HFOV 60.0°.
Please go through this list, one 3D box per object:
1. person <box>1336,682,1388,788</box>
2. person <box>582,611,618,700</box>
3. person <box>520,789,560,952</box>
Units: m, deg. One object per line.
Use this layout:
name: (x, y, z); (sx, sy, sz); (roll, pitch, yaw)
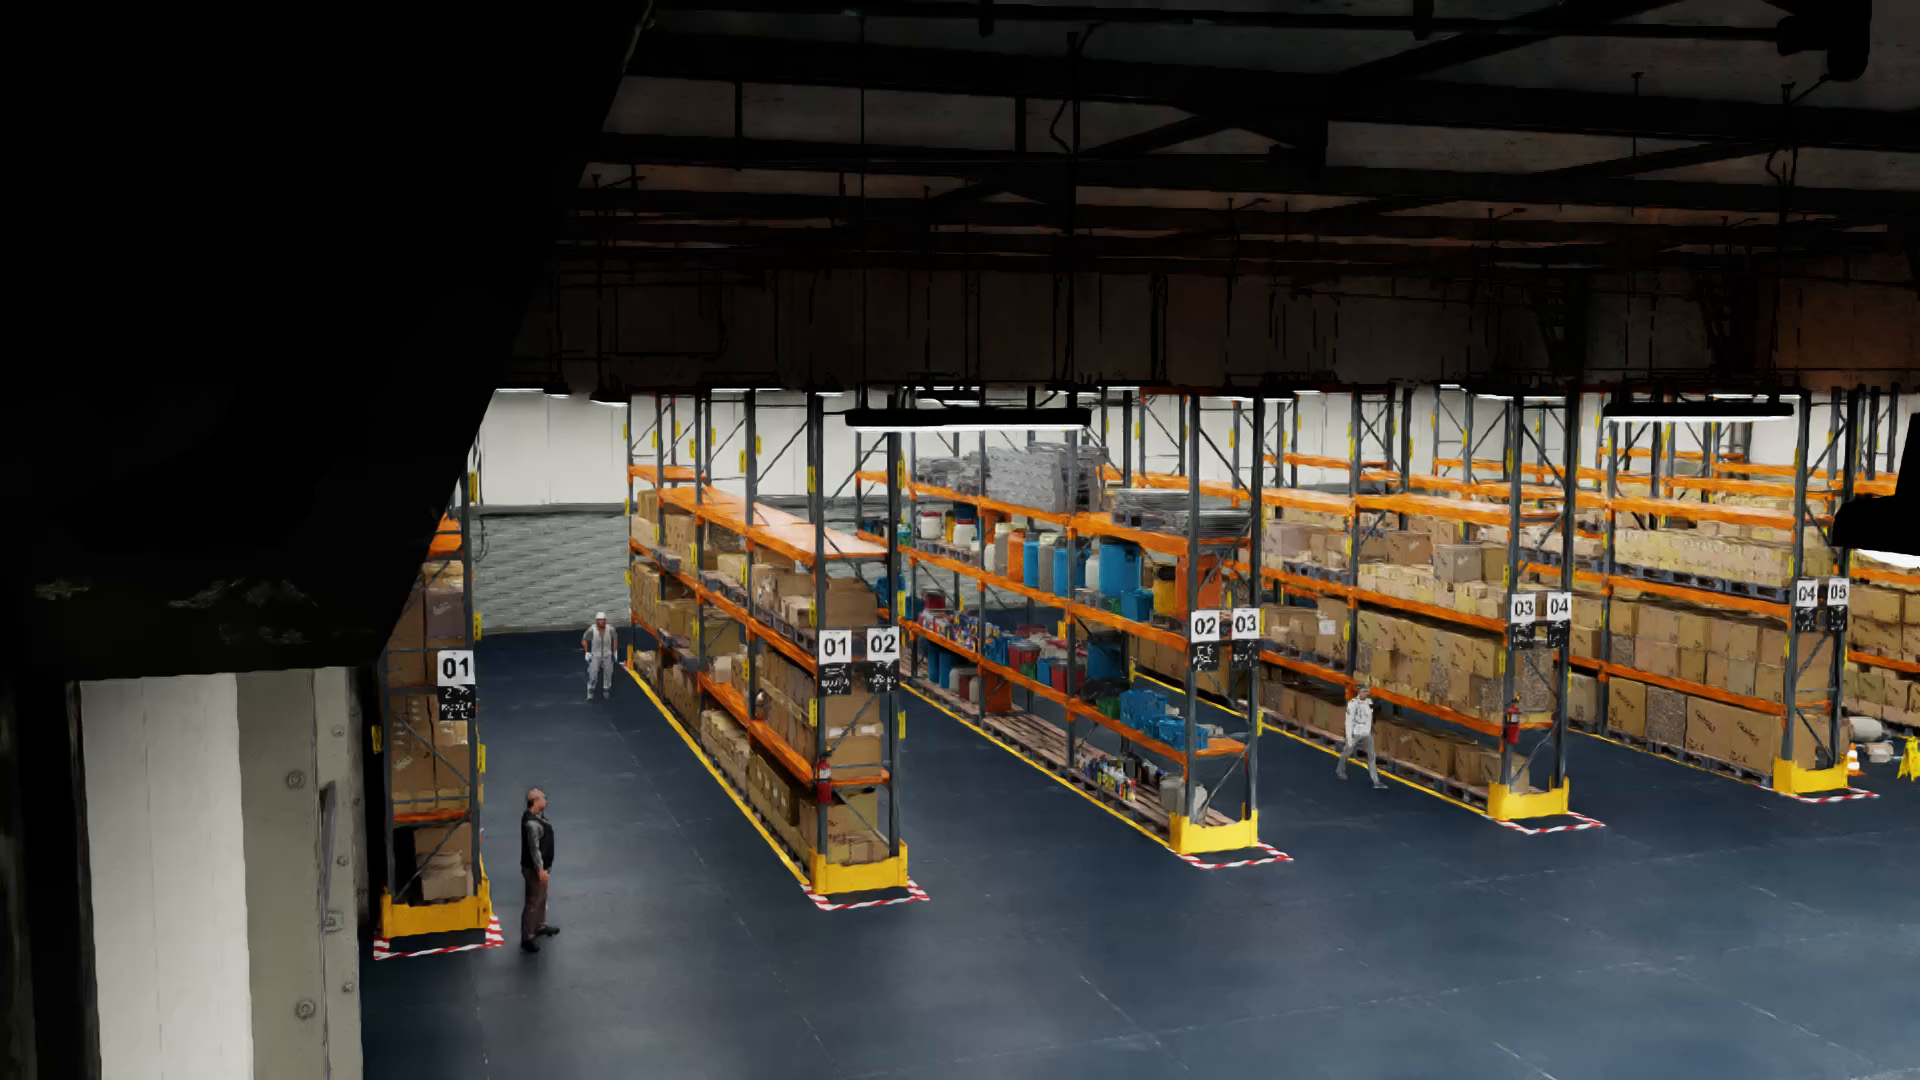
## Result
person: (6.067, 2.918, 25.239); (0.495, 1.589, 1.086); (-2, 6, -16)
person: (-6.838, 2.207, 31.655); (0.677, 1.742, 0.552); (-2, 6, -20)
person: (-4.632, 3.575, 18.242); (0.384, 1.729, 0.687); (-1, 6, -8)
